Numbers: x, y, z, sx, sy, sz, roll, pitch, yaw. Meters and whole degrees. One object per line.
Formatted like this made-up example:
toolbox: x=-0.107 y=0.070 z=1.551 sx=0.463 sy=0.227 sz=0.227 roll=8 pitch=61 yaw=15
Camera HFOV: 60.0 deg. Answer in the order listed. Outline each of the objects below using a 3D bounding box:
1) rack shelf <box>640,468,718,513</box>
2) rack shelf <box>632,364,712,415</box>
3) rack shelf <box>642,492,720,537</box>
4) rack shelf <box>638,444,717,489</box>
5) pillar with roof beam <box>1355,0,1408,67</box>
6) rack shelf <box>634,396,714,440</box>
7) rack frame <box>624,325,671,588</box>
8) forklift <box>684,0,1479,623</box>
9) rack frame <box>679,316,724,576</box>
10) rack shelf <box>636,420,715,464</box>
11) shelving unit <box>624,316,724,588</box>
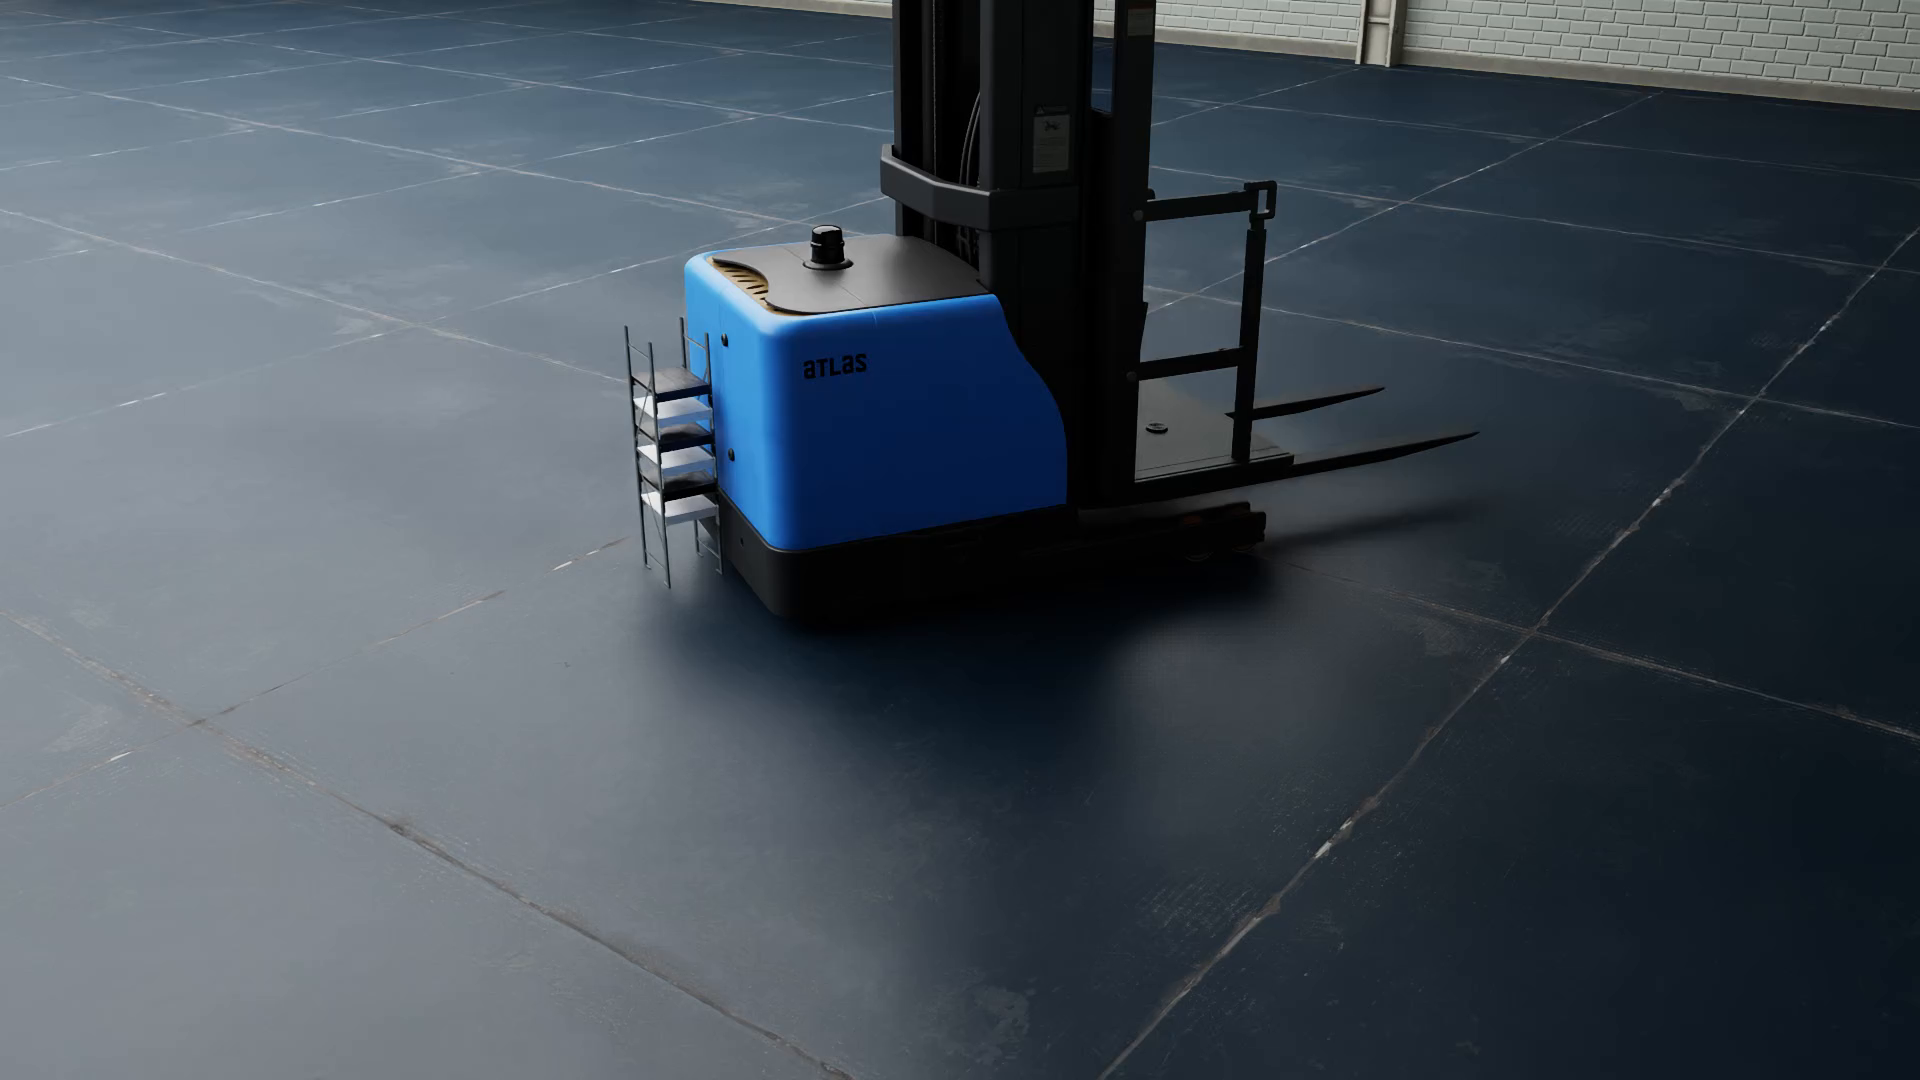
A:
rack shelf: x=-0.999 y=-0.192 z=5.875 sx=0.200 sy=0.077 sz=0.258 roll=-14 pitch=27 yaw=-28
rack shelf: x=-0.999 y=-0.521 z=5.730 sx=0.200 sy=0.077 sz=0.258 roll=-14 pitch=27 yaw=-28
rack shelf: x=-0.999 y=-0.109 z=5.911 sx=0.200 sy=0.077 sz=0.258 roll=-14 pitch=27 yaw=-28
rack shelf: x=-0.999 y=-0.274 z=5.839 sx=0.200 sy=0.077 sz=0.258 roll=-14 pitch=27 yaw=-28
pillar with roof beam: x=1.913 y=-7.849 z=12.903 sx=0.400 sy=9.000 sz=9.100 roll=17 pitch=29 yaw=33
rack shelf: x=-0.999 y=-0.439 z=5.766 sx=0.200 sy=0.077 sz=0.258 roll=-14 pitch=27 yaw=-28
rack frame: x=-1.086 y=-0.283 z=5.777 sx=0.006 sy=0.900 sz=0.240 roll=-14 pitch=27 yaw=-28
forklift: x=0.572 y=-1.445 z=5.894 sx=3.031 sy=2.935 sz=1.130 roll=-10 pitch=26 yaw=-22
rack frame: x=-0.912 y=-0.326 z=5.874 sx=0.006 sy=0.900 sz=0.240 roll=-14 pitch=27 yaw=-28
rack shelf: x=-0.999 y=-0.356 z=5.802 sx=0.200 sy=0.077 sz=0.258 roll=-14 pitch=27 yaw=-28
shelving unit: x=-0.999 y=-0.305 z=5.825 sx=0.210 sy=0.900 sz=0.258 roll=-14 pitch=27 yaw=-28
